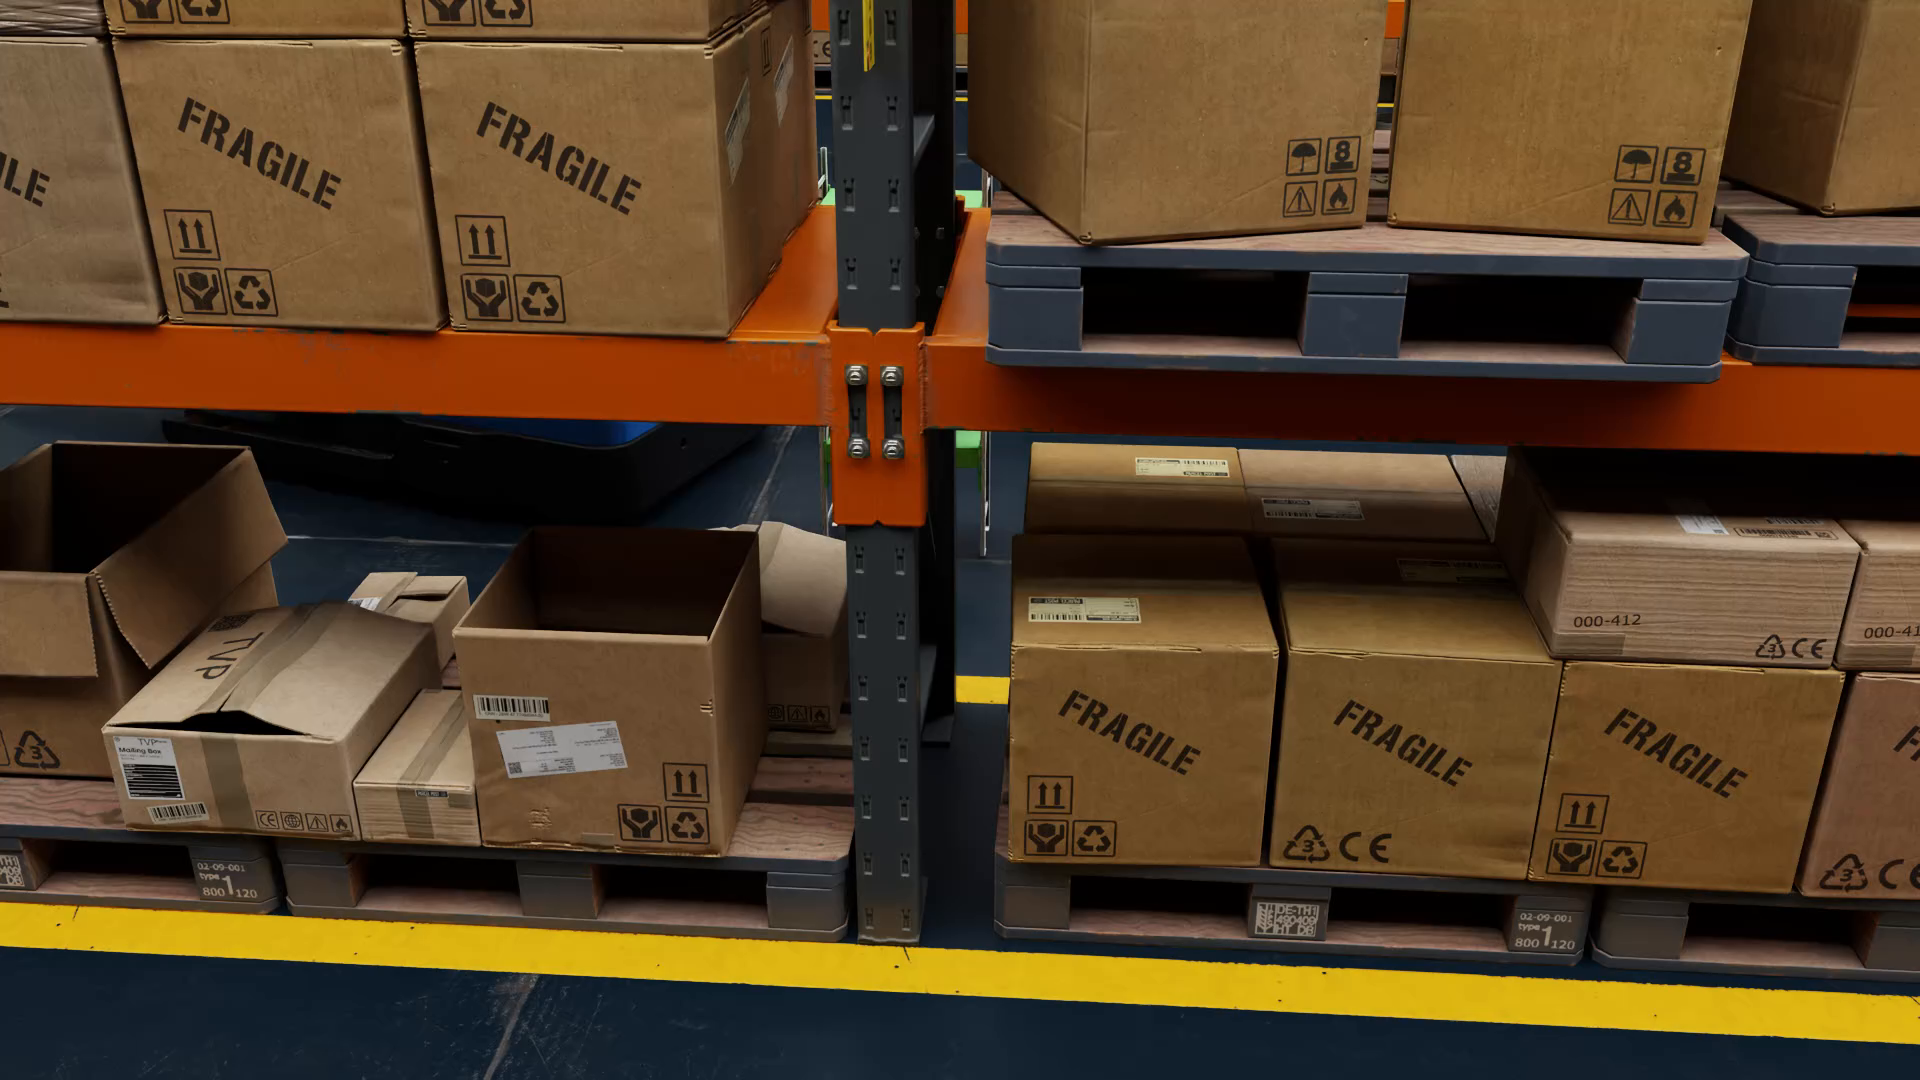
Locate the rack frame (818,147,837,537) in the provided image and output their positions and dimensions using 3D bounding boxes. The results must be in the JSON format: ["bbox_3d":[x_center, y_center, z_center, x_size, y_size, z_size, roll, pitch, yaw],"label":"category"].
[{"bbox_3d":[-0.408,-0.558,5.028,0.015,1.200,0.240,2,25,4],"label":"rack frame"}]

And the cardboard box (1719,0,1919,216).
[{"bbox_3d":[1.656,-0.939,3.080,0.500,0.500,0.700,-4,25,-9],"label":"cardboard box"}]

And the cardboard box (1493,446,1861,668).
[{"bbox_3d":[1.351,0.010,3.206,0.500,0.250,0.500,2,25,4],"label":"cardboard box"}]

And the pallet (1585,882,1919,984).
[{"bbox_3d":[1.924,0.581,3.734,1.213,0.211,1.003,2,25,4],"label":"pallet"}]

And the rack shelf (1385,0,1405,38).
[{"bbox_3d":[2.267,-2.407,7.754,4.000,0.370,1.077,2,25,4],"label":"rack shelf"}]

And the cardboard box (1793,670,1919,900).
[{"bbox_3d":[1.888,0.367,3.328,0.500,0.500,0.500,1,25,2],"label":"cardboard box"}]

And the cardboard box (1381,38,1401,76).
[{"bbox_3d":[3.066,-4.022,12.443,0.875,0.875,1.225,2,25,4],"label":"cardboard box"}]

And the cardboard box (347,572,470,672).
[{"bbox_3d":[-1.375,0.227,4.032,0.250,0.166,0.380,2,25,4],"label":"cardboard box"}]

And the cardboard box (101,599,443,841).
[{"bbox_3d":[-1.448,0.364,3.561,0.500,0.311,0.500,2,25,4],"label":"cardboard box"}]

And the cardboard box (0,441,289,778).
[{"bbox_3d":[-1.984,0.143,3.812,0.637,0.503,0.797,2,25,4],"label":"cardboard box"}]

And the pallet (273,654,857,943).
[{"bbox_3d":[-0.795,0.511,3.888,1.213,0.211,1.003,2,25,4],"label":"pallet"}]

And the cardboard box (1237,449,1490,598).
[{"bbox_3d":[0.896,0.118,3.870,0.500,0.500,0.500,2,25,4],"label":"cardboard box"}]

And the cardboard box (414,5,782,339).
[{"bbox_3d":[-0.628,-0.688,3.037,0.500,0.500,0.500,2,25,5],"label":"cardboard box"}]

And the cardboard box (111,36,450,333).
[{"bbox_3d":[-1.142,-0.704,3.072,0.500,0.500,0.500,3,25,5],"label":"cardboard box"}]

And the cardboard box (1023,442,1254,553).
[{"bbox_3d":[0.404,0.098,3.912,0.500,0.500,0.500,2,25,4],"label":"cardboard box"}]

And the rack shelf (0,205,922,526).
[{"bbox_3d":[-2.104,-0.471,3.545,4.000,0.370,1.077,2,25,4],"label":"rack shelf"}]

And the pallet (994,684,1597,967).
[{"bbox_3d":[0.704,0.543,3.817,1.213,0.211,1.003,2,25,4],"label":"pallet"}]

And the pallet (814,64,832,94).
[{"bbox_3d":[-1.320,-3.690,13.018,1.213,0.211,1.003,2,25,4],"label":"pallet"}]

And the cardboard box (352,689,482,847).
[{"bbox_3d":[-1.078,0.475,3.514,0.250,0.149,0.380,2,25,4],"label":"cardboard box"}]

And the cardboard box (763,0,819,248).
[{"bbox_3d":[-0.597,-0.909,3.517,0.500,0.500,0.500,2,25,5],"label":"cardboard box"}]

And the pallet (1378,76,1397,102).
[{"bbox_3d":[2.647,-3.564,12.744,1.213,0.211,1.003,2,25,4],"label":"pallet"}]

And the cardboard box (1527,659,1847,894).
[{"bbox_3d":[1.384,0.351,3.364,0.500,0.500,0.500,2,25,5],"label":"cardboard box"}]

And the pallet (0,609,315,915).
[{"bbox_3d":[-2.014,0.473,3.970,1.213,0.211,1.003,2,25,4],"label":"pallet"}]

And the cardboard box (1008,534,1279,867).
[{"bbox_3d":[0.354,0.319,3.432,0.500,0.500,0.500,1,25,2],"label":"cardboard box"}]

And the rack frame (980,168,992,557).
[{"bbox_3d":[0.078,-0.543,4.994,0.015,1.200,0.240,2,25,4],"label":"rack frame"}]

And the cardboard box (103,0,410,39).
[{"bbox_3d":[-1.145,-1.157,2.860,0.500,0.500,0.500,1,25,3],"label":"cardboard box"}]

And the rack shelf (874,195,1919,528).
[{"bbox_3d":[1.884,-0.343,3.267,4.000,0.370,1.077,2,25,4],"label":"rack shelf"}]

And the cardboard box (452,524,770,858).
[{"bbox_3d":[-0.700,0.302,3.469,0.500,0.500,0.500,2,25,4],"label":"cardboard box"}]

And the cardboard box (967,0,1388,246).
[{"bbox_3d":[0.345,-0.861,2.912,0.500,0.500,0.700,-6,25,-14],"label":"cardboard box"}]

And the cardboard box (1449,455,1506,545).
[{"bbox_3d":[1.396,0.134,3.835,0.500,0.500,0.500,2,25,5],"label":"cardboard box"}]

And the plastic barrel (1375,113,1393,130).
[{"bbox_3d":[2.076,-1.756,7.952,0.421,0.512,0.421,0,25,0],"label":"plastic barrel"}]

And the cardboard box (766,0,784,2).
[{"bbox_3d":[-0.558,-1.366,3.314,0.500,0.500,0.500,2,25,5],"label":"cardboard box"}]

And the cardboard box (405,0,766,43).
[{"bbox_3d":[-0.634,-1.142,2.827,0.500,0.500,0.500,2,25,4],"label":"cardboard box"}]

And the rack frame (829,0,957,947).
[{"bbox_3d":[-0.110,-0.734,3.256,0.127,3.000,1.000,2,25,4],"label":"rack frame"}]

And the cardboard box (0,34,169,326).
[{"bbox_3d":[-1.655,-0.720,3.106,0.500,0.500,0.500,2,25,5],"label":"cardboard box"}]

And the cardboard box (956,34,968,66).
[{"bbox_3d":[0.000,-4.142,12.703,0.875,0.875,0.875,2,25,4],"label":"cardboard box"}]

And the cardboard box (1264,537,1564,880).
[{"bbox_3d":[0.886,0.332,3.405,0.500,0.500,0.500,2,25,5],"label":"cardboard box"}]

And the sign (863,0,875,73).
[{"bbox_3d":[-0.144,-0.900,2.583,0.005,0.325,0.100,2,25,4],"label":"sign"}]

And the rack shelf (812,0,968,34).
[{"bbox_3d":[-1.721,-2.535,8.032,4.000,0.370,1.077,2,25,4],"label":"rack shelf"}]

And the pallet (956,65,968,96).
[{"bbox_3d":[-0.100,-3.652,12.935,1.213,0.211,1.003,2,25,4],"label":"pallet"}]

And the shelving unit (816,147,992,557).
[{"bbox_3d":[-0.165,-0.550,5.011,0.503,1.200,0.258,2,25,4],"label":"shelving unit"}]

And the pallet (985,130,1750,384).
[{"bbox_3d":[0.678,-0.575,3.142,1.213,0.211,1.003,2,25,4],"label":"pallet"}]

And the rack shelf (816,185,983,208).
[{"bbox_3d":[-0.165,-0.928,4.837,0.480,0.148,0.258,2,25,4],"label":"rack shelf"}]

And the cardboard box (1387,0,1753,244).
[{"bbox_3d":[1.036,-0.866,2.921,0.500,0.500,0.700,6,25,12],"label":"cardboard box"}]

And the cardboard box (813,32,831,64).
[{"bbox_3d":[-0.897,-4.171,12.766,0.875,0.875,0.875,2,25,4],"label":"cardboard box"}]

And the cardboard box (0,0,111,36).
[{"bbox_3d":[-1.647,-1.173,2.895,0.500,0.500,0.500,2,25,4],"label":"cardboard box"}]

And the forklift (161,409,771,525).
[{"bbox_3d":[-2.236,-1.765,5.580,3.031,2.935,1.130,10,27,21],"label":"forklift"}]

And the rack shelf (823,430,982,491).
[{"bbox_3d":[-0.165,-0.274,5.138,0.480,0.148,0.258,2,25,4],"label":"rack shelf"}]

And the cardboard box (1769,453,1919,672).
[{"bbox_3d":[1.851,0.026,3.171,0.500,0.250,0.500,1,25,3],"label":"cardboard box"}]

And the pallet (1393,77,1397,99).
[{"bbox_3d":[3.860,-3.524,12.656,1.213,0.211,1.003,2,25,4],"label":"pallet"}]

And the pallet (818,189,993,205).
[{"bbox_3d":[-0.463,-1.539,8.341,1.213,0.211,1.003,2,25,4],"label":"pallet"}]

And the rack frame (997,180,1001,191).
[{"bbox_3d":[0.273,-2.798,7.742,0.127,3.000,1.000,2,25,4],"label":"rack frame"}]

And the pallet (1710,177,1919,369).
[{"bbox_3d":[1.939,-0.579,3.149,1.213,0.211,1.003,2,25,4],"label":"pallet"}]

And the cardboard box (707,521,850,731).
[{"bbox_3d":[-0.512,0.184,3.951,0.500,0.311,0.500,2,25,4],"label":"cardboard box"}]
